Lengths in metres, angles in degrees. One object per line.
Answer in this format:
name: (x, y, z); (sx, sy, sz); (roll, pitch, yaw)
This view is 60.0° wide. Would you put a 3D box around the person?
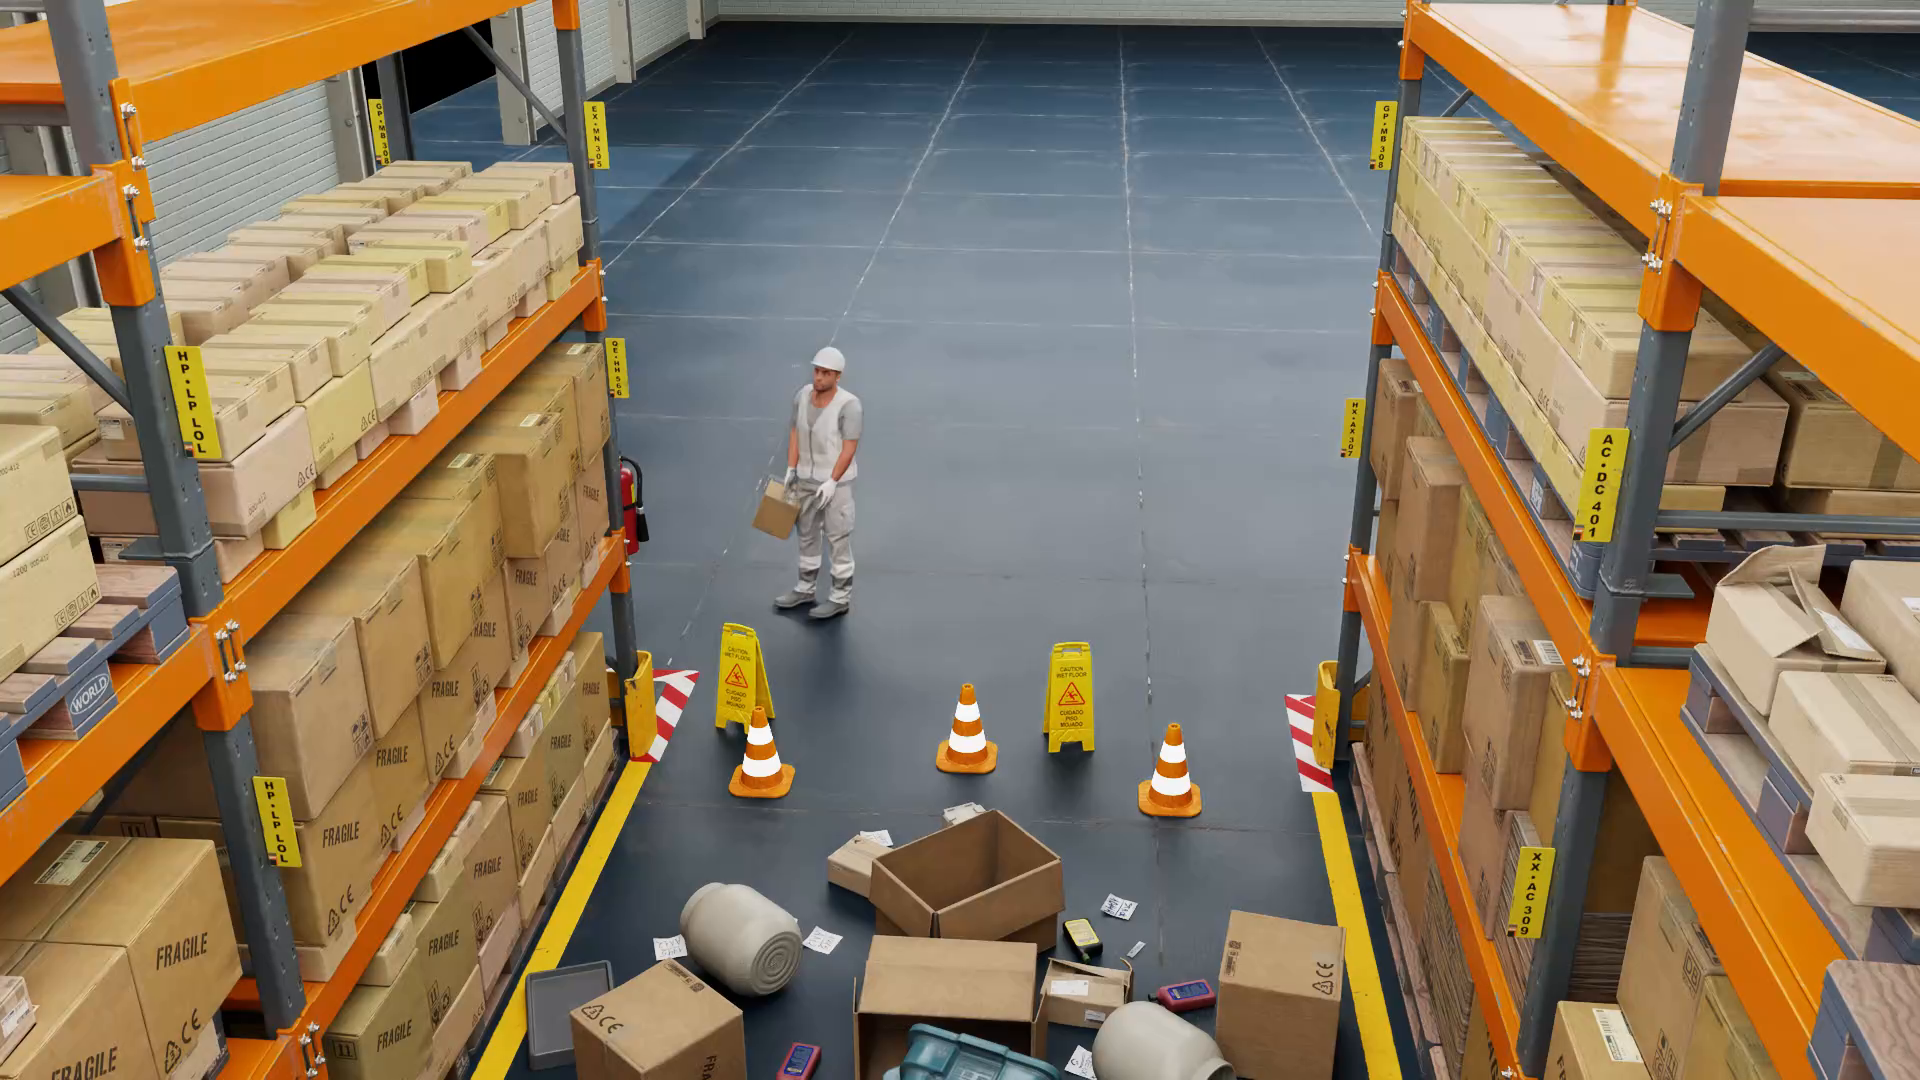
person: (-0.930, -0.366, 10.755); (0.577, 1.793, 0.454); (14, 28, 29)
